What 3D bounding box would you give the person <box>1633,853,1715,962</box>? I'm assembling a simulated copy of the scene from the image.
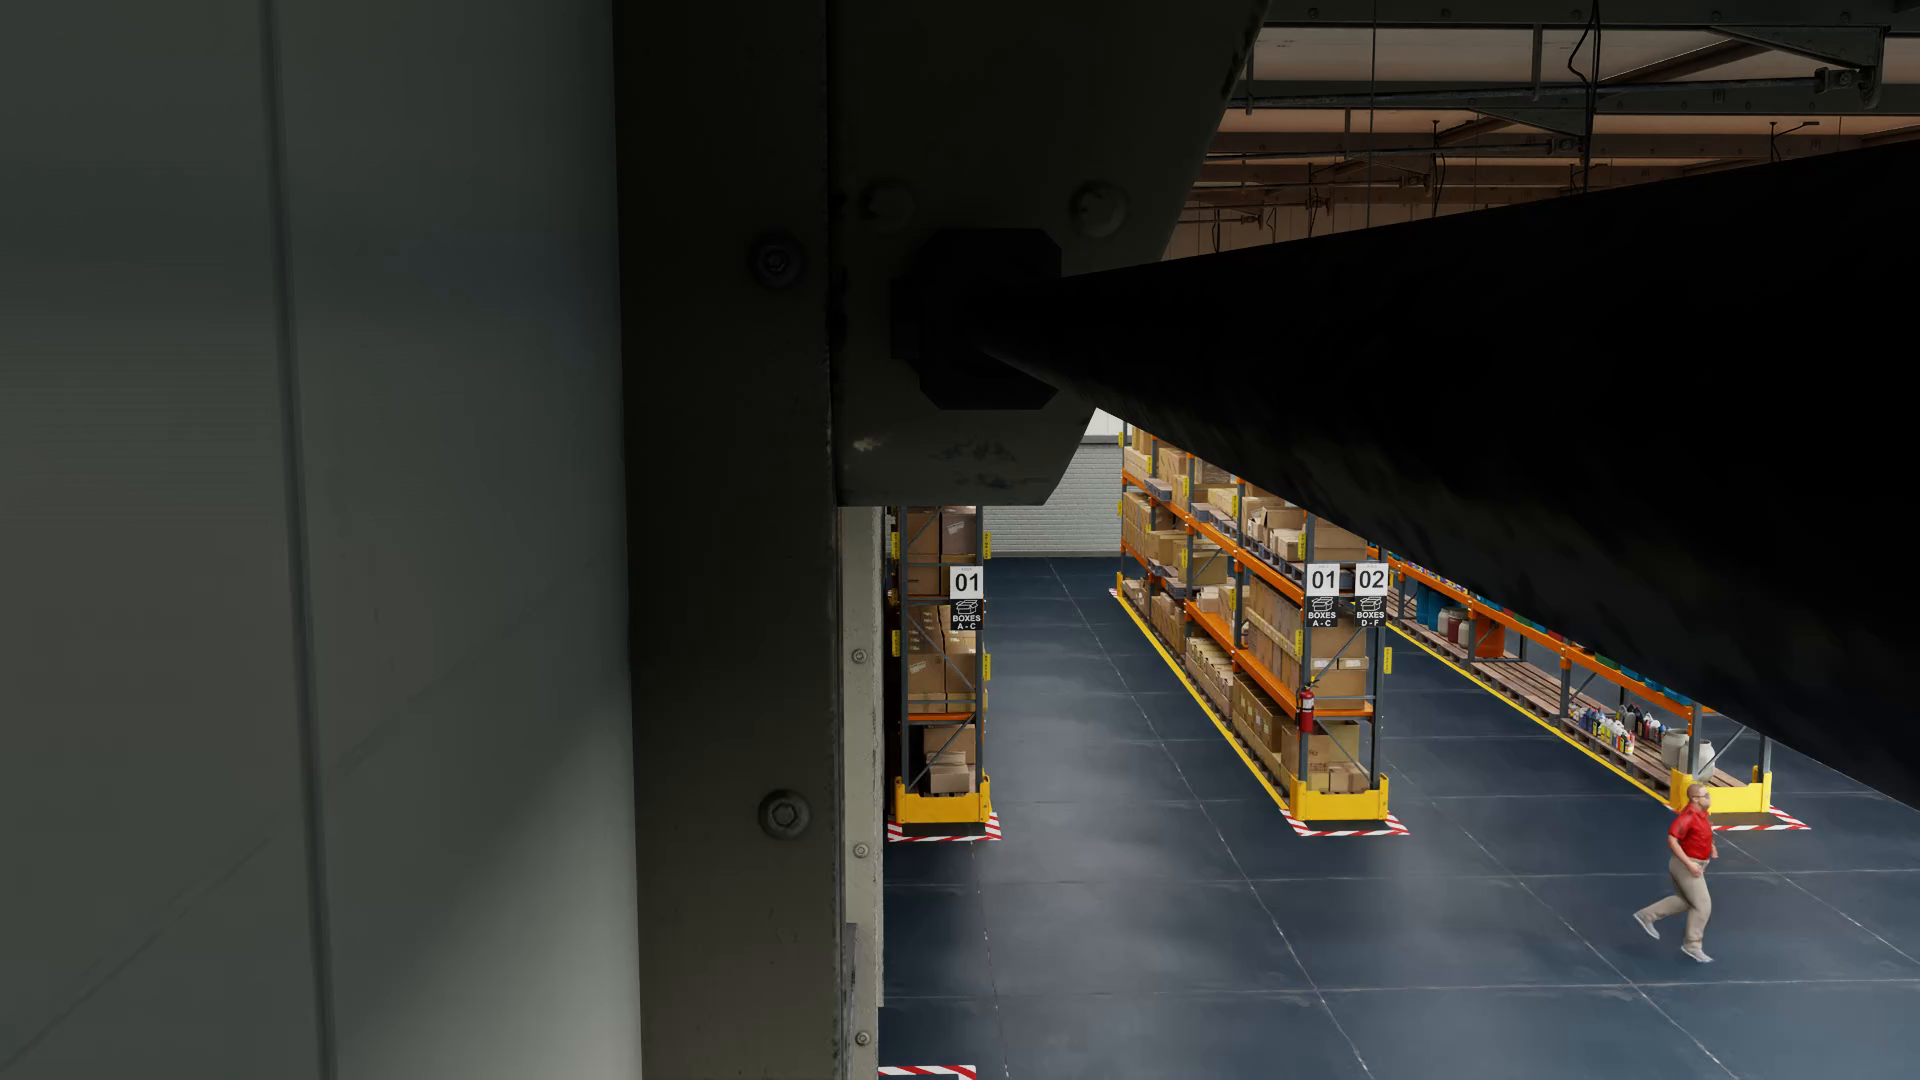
[{"bbox_3d":[7.033,3.552,16.336,0.774,1.120,0.410,4,9,28],"label":"person"}]
